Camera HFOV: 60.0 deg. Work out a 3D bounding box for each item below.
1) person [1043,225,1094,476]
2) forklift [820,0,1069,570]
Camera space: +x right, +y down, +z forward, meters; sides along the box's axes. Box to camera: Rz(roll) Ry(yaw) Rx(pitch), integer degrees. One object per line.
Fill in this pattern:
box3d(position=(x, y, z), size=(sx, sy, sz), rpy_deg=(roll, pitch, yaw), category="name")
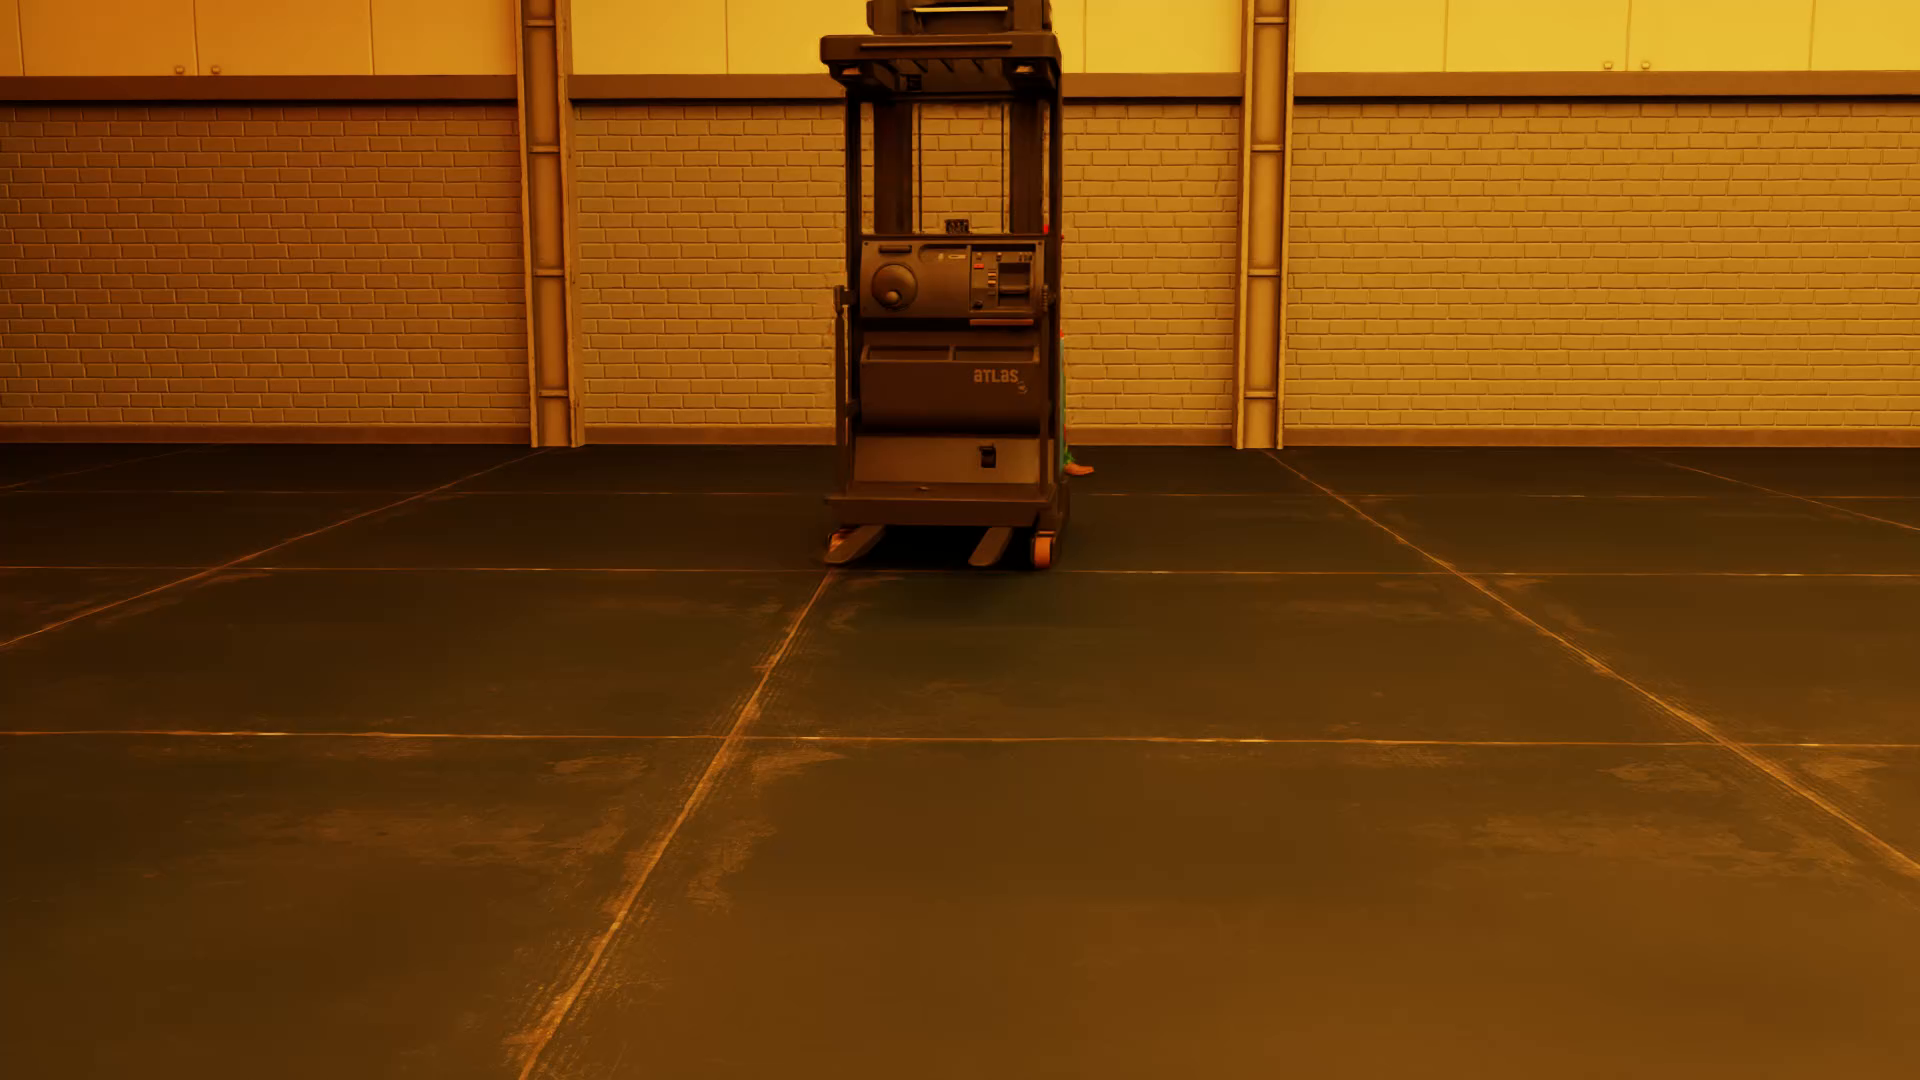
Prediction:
box3d(position=(0.701, -1.378, 12.092), size=(0.550, 1.794, 0.687), rpy_deg=(0, 9, 1), category="person")
box3d(position=(-0.061, -1.357, 8.180), size=(1.130, 2.935, 3.031), rpy_deg=(1, 9, 6), category="forklift")
